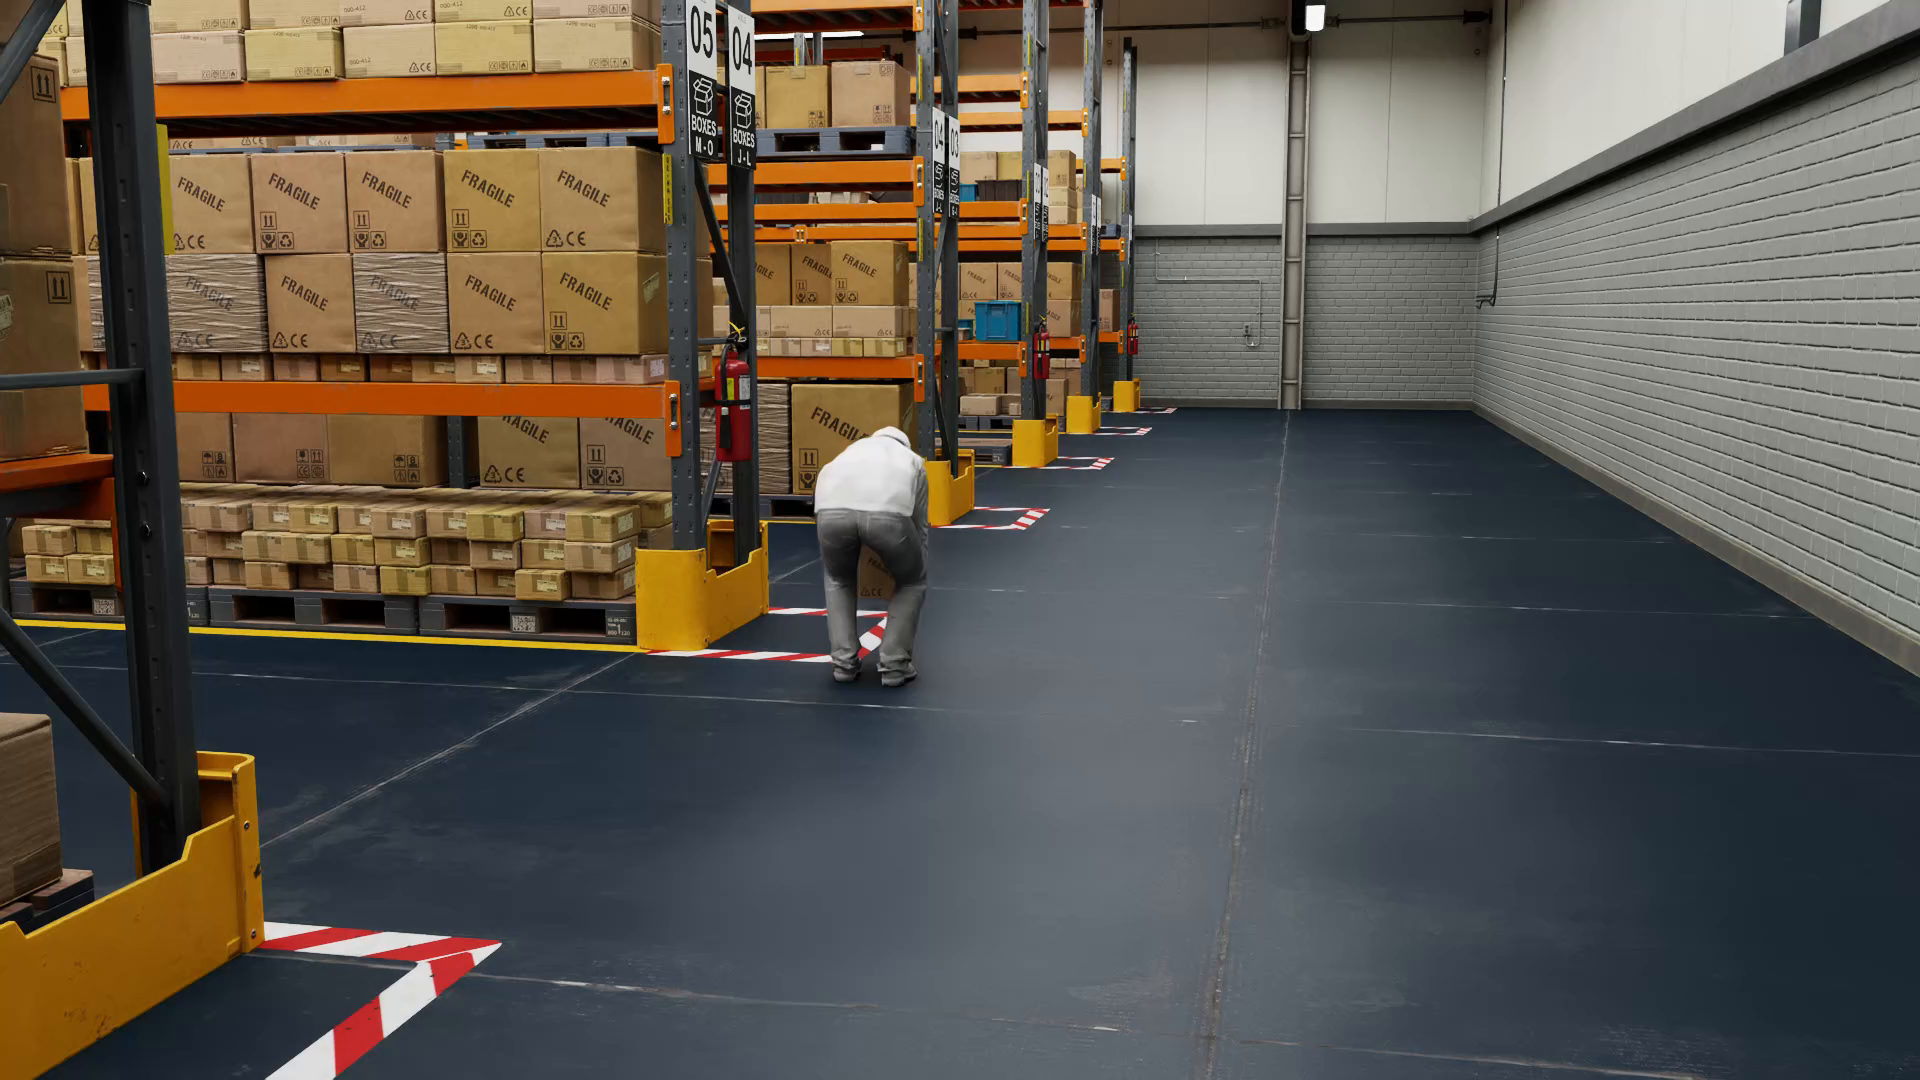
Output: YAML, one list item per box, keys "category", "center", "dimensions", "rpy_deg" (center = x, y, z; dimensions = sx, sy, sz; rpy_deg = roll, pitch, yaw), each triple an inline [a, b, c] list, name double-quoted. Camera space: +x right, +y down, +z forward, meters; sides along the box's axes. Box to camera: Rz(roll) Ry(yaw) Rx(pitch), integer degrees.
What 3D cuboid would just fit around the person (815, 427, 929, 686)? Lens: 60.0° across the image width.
- category: "person"
  center: [-0.379, 0.058, 7.704]
  dimensions: [0.490, 1.113, 0.993]
  rpy_deg: [1, 8, 8]
